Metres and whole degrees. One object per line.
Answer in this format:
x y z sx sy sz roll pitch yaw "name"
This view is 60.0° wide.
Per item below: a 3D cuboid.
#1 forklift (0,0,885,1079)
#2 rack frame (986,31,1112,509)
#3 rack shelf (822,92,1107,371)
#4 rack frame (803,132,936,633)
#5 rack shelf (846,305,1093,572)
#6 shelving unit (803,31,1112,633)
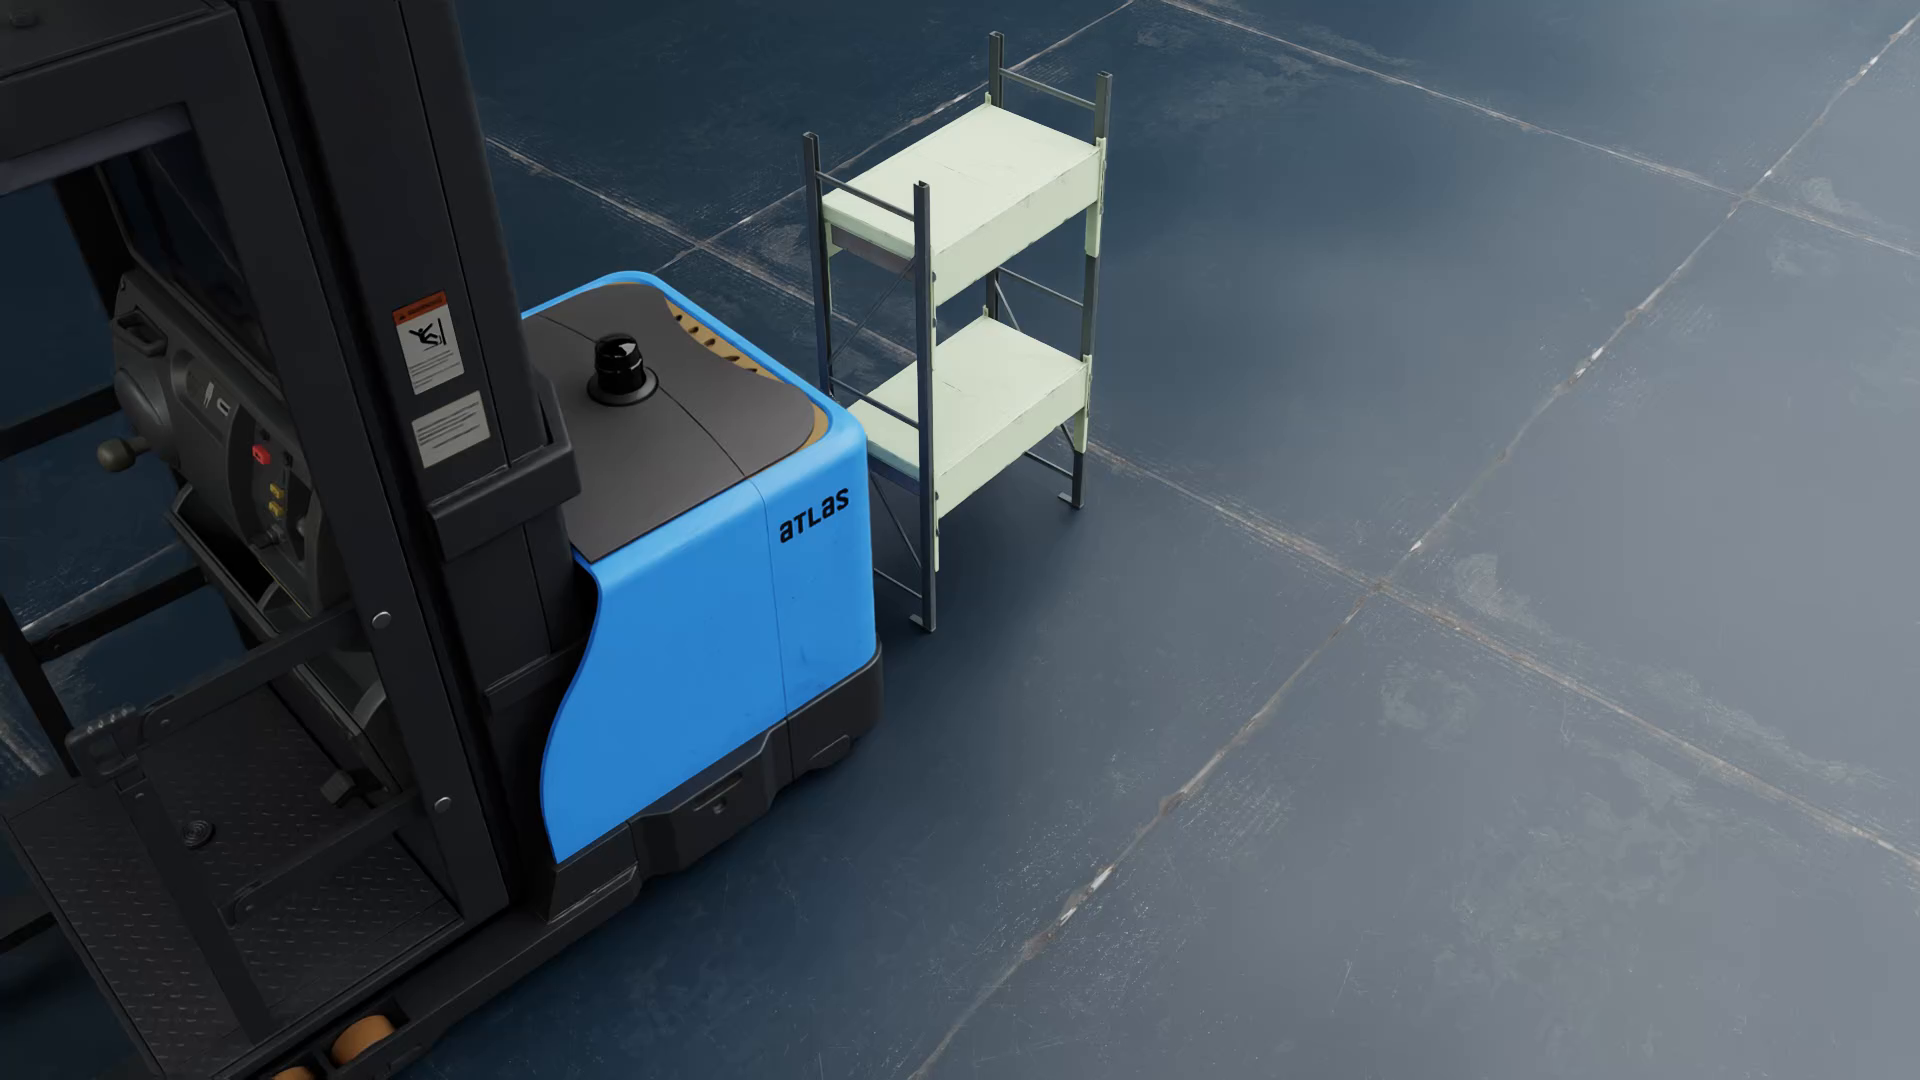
-1.634 -0.130 3.214 3.031 2.935 1.130 -32 51 -30 "forklift"
0.240 -0.747 4.957 0.400 1.500 0.023 29 50 28 "rack frame"
0.004 -0.847 4.487 0.431 0.370 0.720 29 50 28 "rack shelf"
-0.231 -0.370 4.542 0.400 1.500 0.023 29 50 28 "rack frame"
0.004 -0.317 4.969 0.431 0.370 0.720 29 50 28 "rack shelf"
0.004 -0.558 4.749 0.431 1.500 0.755 29 50 28 "shelving unit"
